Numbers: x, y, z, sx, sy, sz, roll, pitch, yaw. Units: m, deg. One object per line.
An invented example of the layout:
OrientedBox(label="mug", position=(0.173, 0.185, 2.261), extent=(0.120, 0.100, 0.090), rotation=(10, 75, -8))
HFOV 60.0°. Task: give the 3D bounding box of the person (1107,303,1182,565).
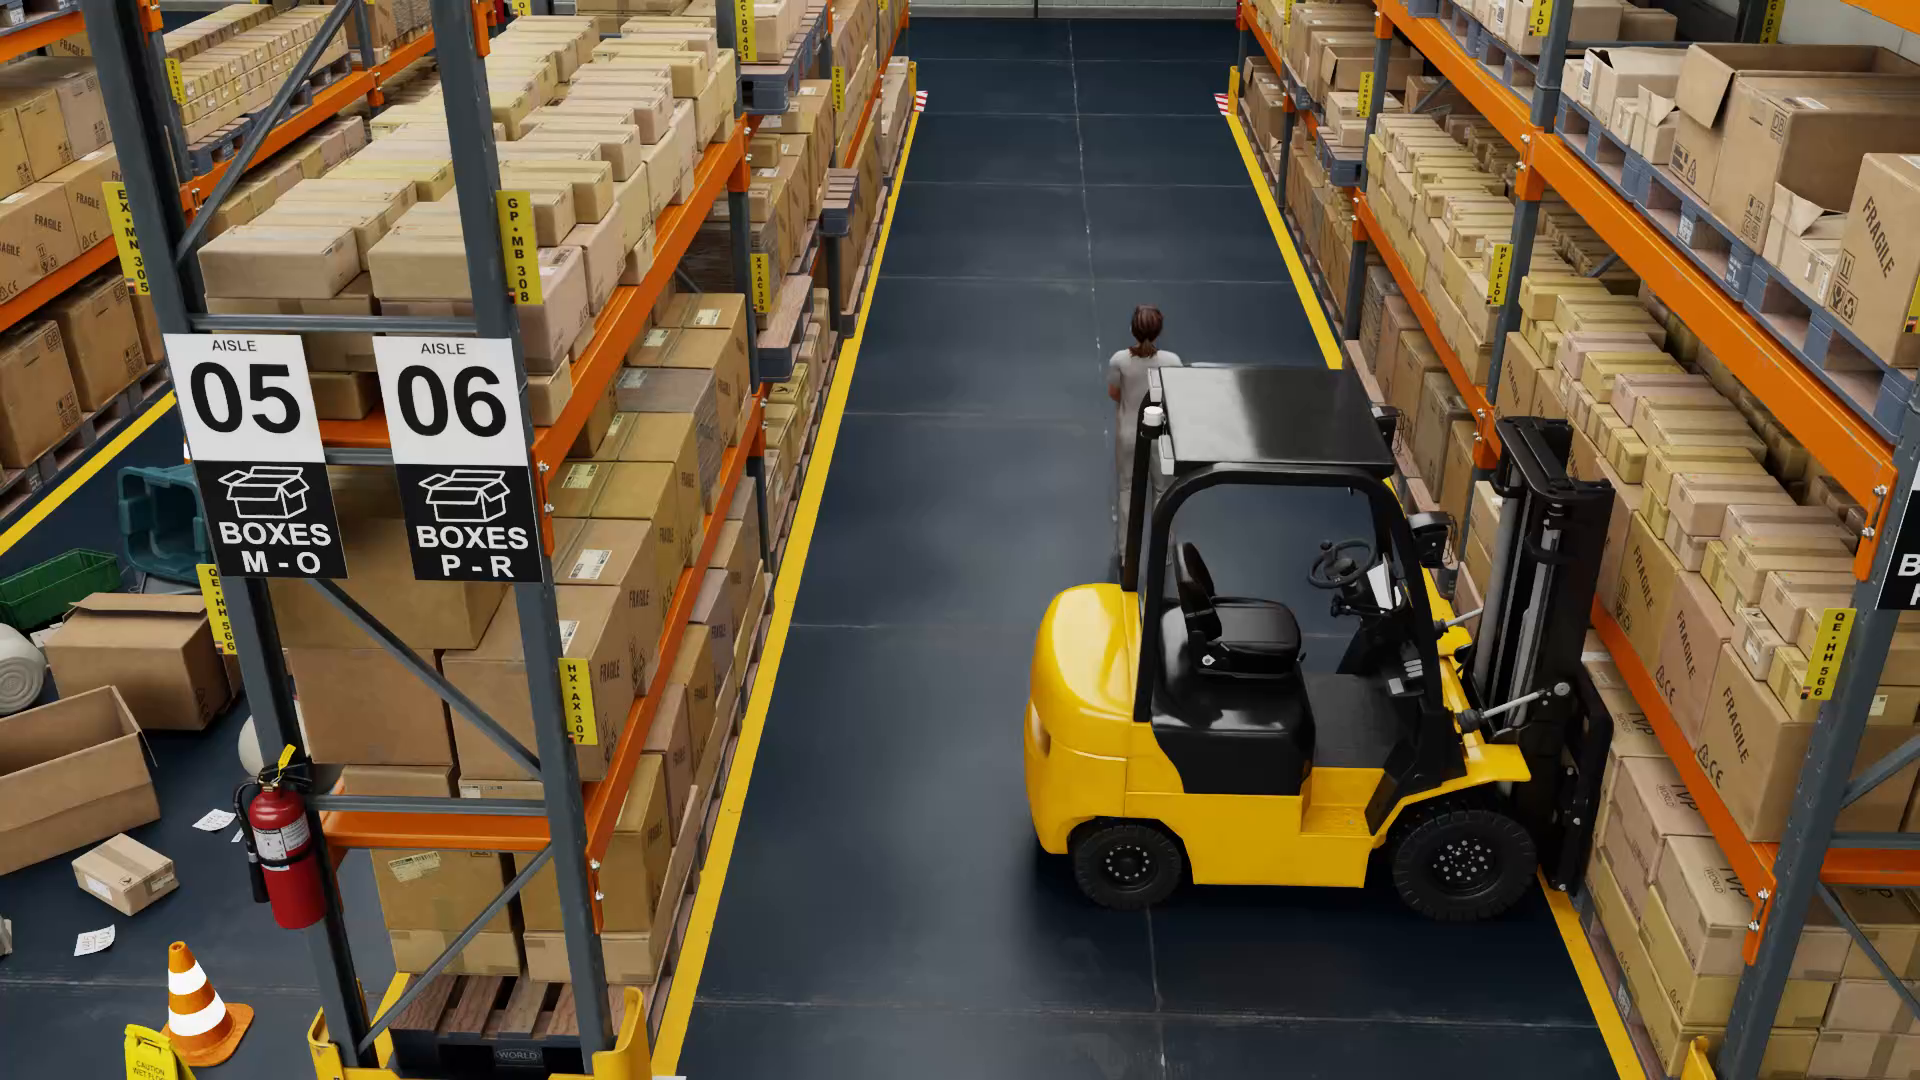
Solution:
OrientedBox(label="person", position=(1.094, -0.631, 9.803), extent=(0.464, 1.677, 0.525), rotation=(7, 29, 12))
